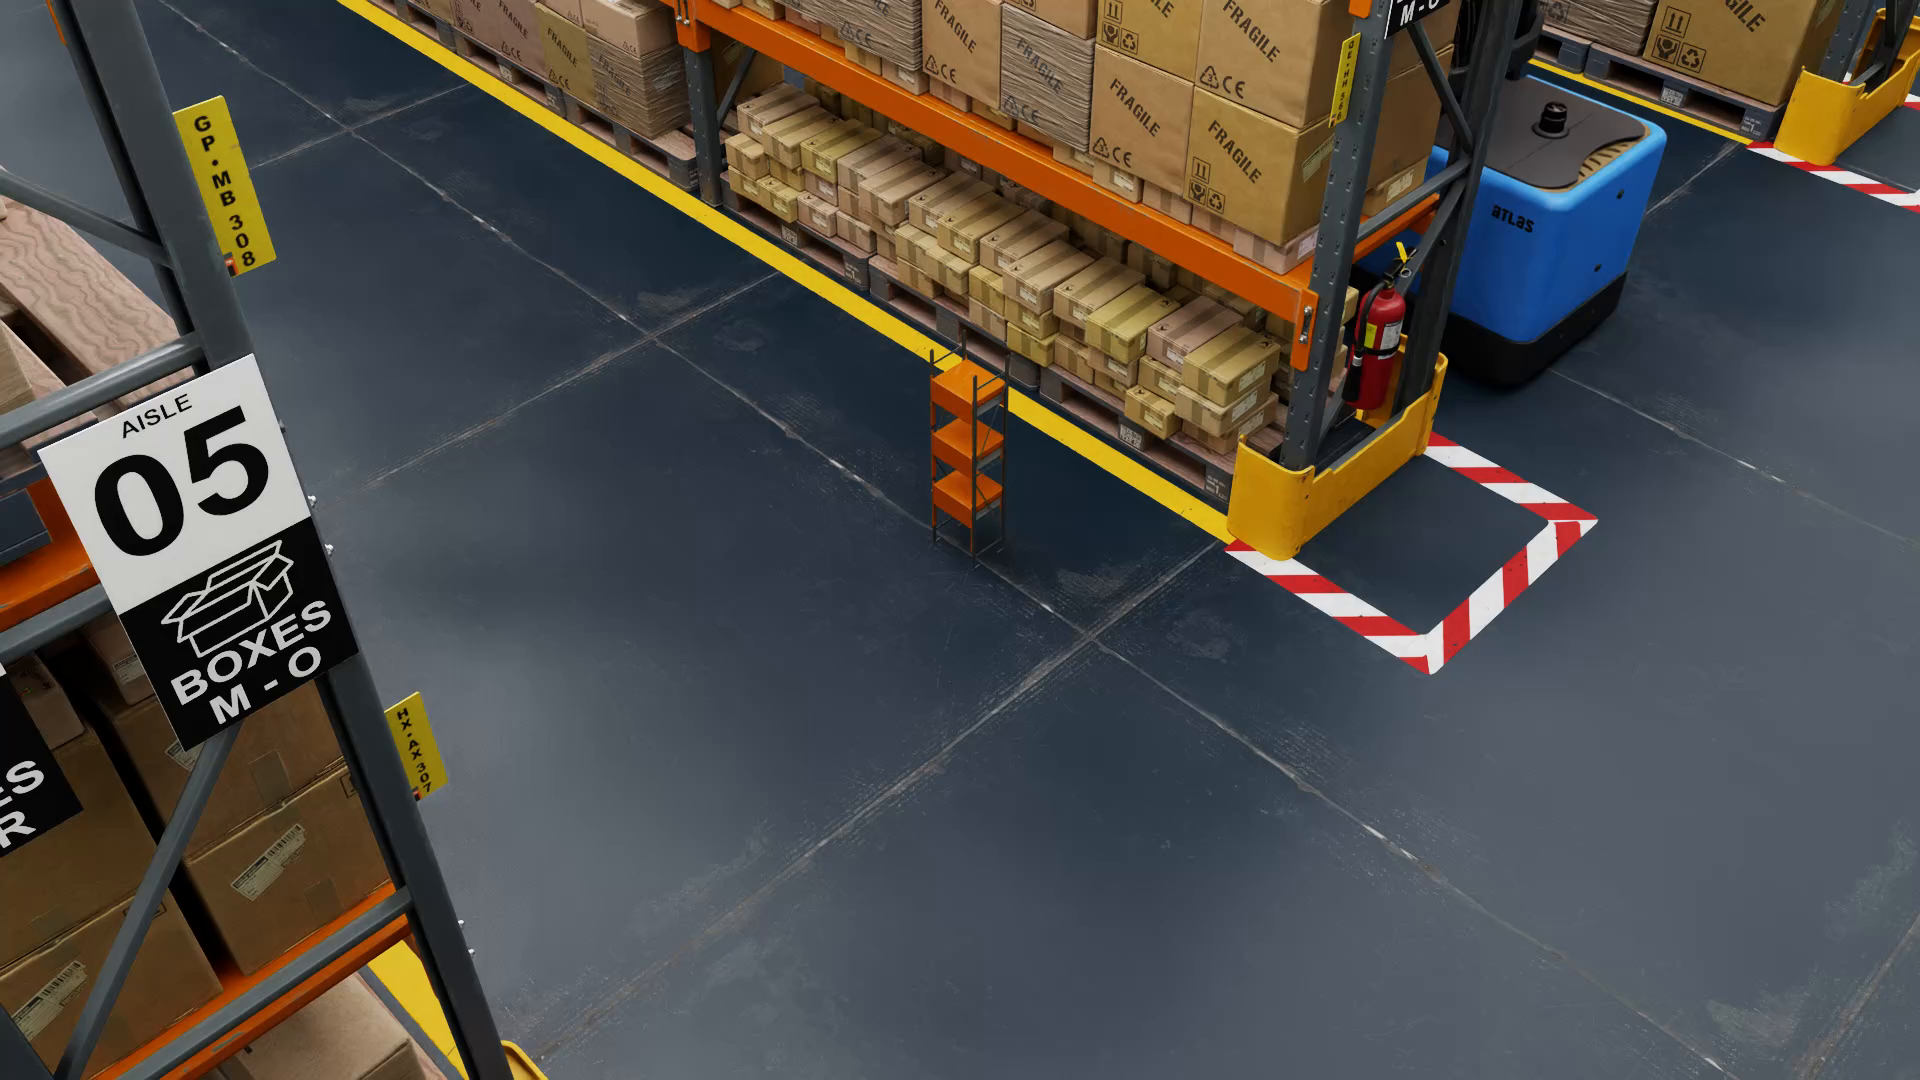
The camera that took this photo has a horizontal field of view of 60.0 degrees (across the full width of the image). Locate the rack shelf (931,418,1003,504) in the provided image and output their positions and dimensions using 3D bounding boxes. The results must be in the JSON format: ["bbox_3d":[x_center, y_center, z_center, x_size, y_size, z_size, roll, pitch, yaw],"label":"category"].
[{"bbox_3d":[0.038,-0.352,6.990,0.215,0.259,0.240,-34,53,-31],"label":"rack shelf"}]

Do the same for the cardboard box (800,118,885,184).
[{"bbox_3d":[-0.612,-2.041,8.719,0.250,0.149,0.380,33,52,31],"label":"cardboard box"}]

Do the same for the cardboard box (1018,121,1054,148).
[{"bbox_3d":[0.472,-1.907,7.406,0.250,0.149,0.380,32,51,30],"label":"cardboard box"}]

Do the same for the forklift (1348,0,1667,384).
[{"bbox_3d":[2.000,-2.737,8.169,1.130,2.935,3.031,-33,52,-31],"label":"forklift"}]

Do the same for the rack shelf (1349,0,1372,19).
[{"bbox_3d":[0.338,-3.116,6.849,1.077,0.370,4.000,-34,53,-31],"label":"rack shelf"}]

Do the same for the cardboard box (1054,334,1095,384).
[{"bbox_3d":[0.668,-0.933,7.958,0.380,0.149,0.250,-34,52,-31],"label":"cardboard box"}]

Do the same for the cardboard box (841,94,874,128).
[{"bbox_3d":[-0.431,-2.415,9.123,0.380,0.149,0.250,-33,52,-31],"label":"cardboard box"}]

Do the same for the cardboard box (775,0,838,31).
[{"bbox_3d":[-0.549,-2.792,7.886,0.500,0.500,0.500,-34,53,-31],"label":"cardboard box"}]

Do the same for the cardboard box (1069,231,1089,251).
[{"bbox_3d":[0.593,-1.510,8.363,0.380,0.149,0.250,-31,51,-29],"label":"cardboard box"}]

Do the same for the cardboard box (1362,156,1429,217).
[{"bbox_3d":[1.753,-1.538,7.006,0.250,0.149,0.380,34,52,31],"label":"cardboard box"}]

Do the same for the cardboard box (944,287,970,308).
[{"bbox_3d":[0.140,-1.324,8.381,0.380,0.149,0.250,-33,52,-30],"label":"cardboard box"}]

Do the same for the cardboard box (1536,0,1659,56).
[{"bbox_3d":[4.182,-3.726,10.446,0.875,0.875,0.875,-34,53,-31],"label":"cardboard box"}]

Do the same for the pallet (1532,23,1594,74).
[{"bbox_3d":[3.856,-3.554,11.058,1.003,0.211,1.213,-34,53,-31],"label":"pallet"}]

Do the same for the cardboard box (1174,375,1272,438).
[{"bbox_3d":[1.175,-0.650,7.433,0.250,0.149,0.380,33,52,30],"label":"cardboard box"}]

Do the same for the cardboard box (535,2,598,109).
[{"bbox_3d":[-2.138,-2.957,9.889,0.500,0.500,0.500,33,52,30],"label":"cardboard box"}]

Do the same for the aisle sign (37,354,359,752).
[{"bbox_3d":[-1.427,0.045,3.193,0.394,0.787,0.004,-34,53,-31],"label":"aisle sign"}]

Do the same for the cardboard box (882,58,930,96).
[{"bbox_3d":[-0.142,-2.244,7.771,0.380,0.149,0.250,-32,51,-30],"label":"cardboard box"}]

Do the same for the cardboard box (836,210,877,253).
[{"bbox_3d":[-0.430,-1.697,8.785,0.250,0.149,0.380,33,52,31],"label":"cardboard box"}]

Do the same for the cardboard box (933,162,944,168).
[{"bbox_3d":[-0.118,-2.045,8.942,0.380,0.149,0.250,-34,52,-31],"label":"cardboard box"}]

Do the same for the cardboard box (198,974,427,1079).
[{"bbox_3d":[-2.220,1.621,4.981,0.875,0.438,0.875,32,52,30],"label":"cardboard box"}]

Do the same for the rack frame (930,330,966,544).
[{"bbox_3d":[-0.048,-0.418,7.047,0.200,1.050,0.008,-34,53,-31],"label":"rack frame"}]

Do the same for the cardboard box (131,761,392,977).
[{"bbox_3d":[-1.819,0.699,4.327,0.500,0.500,0.500,34,52,31],"label":"cardboard box"}]

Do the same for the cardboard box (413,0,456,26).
[{"bbox_3d":[-3.223,-3.695,10.689,0.500,0.500,0.500,-33,52,-31],"label":"cardboard box"}]

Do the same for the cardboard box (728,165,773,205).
[{"bbox_3d":[-1.045,-2.017,9.132,0.250,0.149,0.380,32,51,30],"label":"cardboard box"}]

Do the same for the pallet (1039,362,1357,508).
[{"bbox_3d":[1.148,-0.737,8.009,1.003,0.211,1.213,-34,53,-31],"label":"pallet"}]

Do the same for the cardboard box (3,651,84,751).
[{"bbox_3d":[-2.079,0.385,3.452,0.380,0.149,0.250,-33,52,-31],"label":"cardboard box"}]

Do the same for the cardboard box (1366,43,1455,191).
[{"bbox_3d":[1.629,-1.811,6.824,0.500,0.500,0.500,-32,51,-30],"label":"cardboard box"}]

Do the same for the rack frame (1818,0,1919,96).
[{"bbox_3d":[5.333,-3.646,9.102,1.000,3.000,0.127,-34,53,-31],"label":"rack frame"}]

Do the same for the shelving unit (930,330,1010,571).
[{"bbox_3d":[0.038,-0.360,6.983,0.215,1.050,0.252,-34,53,-31],"label":"shelving unit"}]

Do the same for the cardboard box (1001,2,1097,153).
[{"bbox_3d":[0.526,-2.045,7.077,0.500,0.500,0.500,-34,52,-31],"label":"cardboard box"}]

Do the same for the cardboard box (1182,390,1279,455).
[{"bbox_3d":[1.231,-0.577,7.573,0.380,0.149,0.250,-33,52,-31],"label":"cardboard box"}]

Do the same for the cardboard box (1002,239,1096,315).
[{"bbox_3d":[0.420,-1.245,7.857,0.380,0.149,0.250,-32,52,-30],"label":"cardboard box"}]

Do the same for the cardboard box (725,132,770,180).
[{"bbox_3d":[-1.045,-2.128,9.032,0.380,0.149,0.250,-32,51,-30],"label":"cardboard box"}]

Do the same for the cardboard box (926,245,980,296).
[{"bbox_3d":[0.050,-1.393,8.237,0.380,0.149,0.250,-34,52,-31],"label":"cardboard box"}]

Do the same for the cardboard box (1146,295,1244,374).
[{"bbox_3d":[1.060,-0.924,7.510,0.380,0.149,0.250,-33,52,-31],"label":"cardboard box"}]

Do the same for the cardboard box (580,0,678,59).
[{"bbox_3d":[-1.780,-2.987,9.370,0.500,0.250,0.500,33,52,30],"label":"cardboard box"}]

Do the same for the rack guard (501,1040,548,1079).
[{"bbox_3d":[-1.666,2.034,4.798,1.175,0.500,0.348,-34,53,-31],"label":"rack guard"}]

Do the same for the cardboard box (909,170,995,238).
[{"bbox_3d":[-0.039,-1.674,8.322,0.250,0.149,0.380,32,51,30],"label":"cardboard box"}]

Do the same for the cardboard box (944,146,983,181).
[{"bbox_3d":[0.135,-2.051,8.729,0.250,0.149,0.380,32,51,30],"label":"cardboard box"}]

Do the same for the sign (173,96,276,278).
[{"bbox_3d":[-1.286,-0.611,2.906,0.100,0.325,0.005,-34,53,-31],"label":"sign"}]

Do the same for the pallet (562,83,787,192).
[{"bbox_3d":[-1.626,-2.588,10.013,1.003,0.211,1.213,-34,53,-31],"label":"pallet"}]

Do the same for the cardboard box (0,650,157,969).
[{"bbox_3d":[-2.192,0.582,3.716,0.500,0.500,0.500,-32,52,-30],"label":"cardboard box"}]

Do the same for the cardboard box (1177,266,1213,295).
[{"bbox_3d":[1.254,-1.315,7.933,0.250,0.149,0.380,34,53,31],"label":"cardboard box"}]

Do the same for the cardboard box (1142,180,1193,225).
[{"bbox_3d":[0.983,-1.497,6.962,0.250,0.149,0.380,34,52,31],"label":"cardboard box"}]

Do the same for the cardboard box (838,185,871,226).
[{"bbox_3d":[-0.417,-1.818,8.697,0.250,0.149,0.380,32,51,30],"label":"cardboard box"}]

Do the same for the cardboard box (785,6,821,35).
[{"bbox_3d":[-0.646,-2.662,8.223,0.250,0.149,0.380,32,51,30],"label":"cardboard box"}]

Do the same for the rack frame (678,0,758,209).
[{"bbox_3d":[-1.075,-3.239,8.662,1.000,3.000,0.127,-34,53,-31],"label":"rack frame"}]

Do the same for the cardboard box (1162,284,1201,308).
[{"bbox_3d":[1.173,-1.142,7.965,0.380,0.149,0.250,-33,52,-31],"label":"cardboard box"}]

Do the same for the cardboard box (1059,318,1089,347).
[{"bbox_3d":[0.690,-1.078,7.895,0.250,0.149,0.380,34,52,31],"label":"cardboard box"}]

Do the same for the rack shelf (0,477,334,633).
[{"bbox_3d":[-3.096,-0.695,4.229,1.077,0.370,4.000,-34,53,-31],"label":"rack shelf"}]

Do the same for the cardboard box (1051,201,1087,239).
[{"bbox_3d":[0.677,-1.680,8.328,0.380,0.149,0.250,-33,52,-31],"label":"cardboard box"}]

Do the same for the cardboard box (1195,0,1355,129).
[{"bbox_3d":[1.251,-1.931,6.217,0.500,0.500,0.500,33,52,31],"label":"cardboard box"}]
